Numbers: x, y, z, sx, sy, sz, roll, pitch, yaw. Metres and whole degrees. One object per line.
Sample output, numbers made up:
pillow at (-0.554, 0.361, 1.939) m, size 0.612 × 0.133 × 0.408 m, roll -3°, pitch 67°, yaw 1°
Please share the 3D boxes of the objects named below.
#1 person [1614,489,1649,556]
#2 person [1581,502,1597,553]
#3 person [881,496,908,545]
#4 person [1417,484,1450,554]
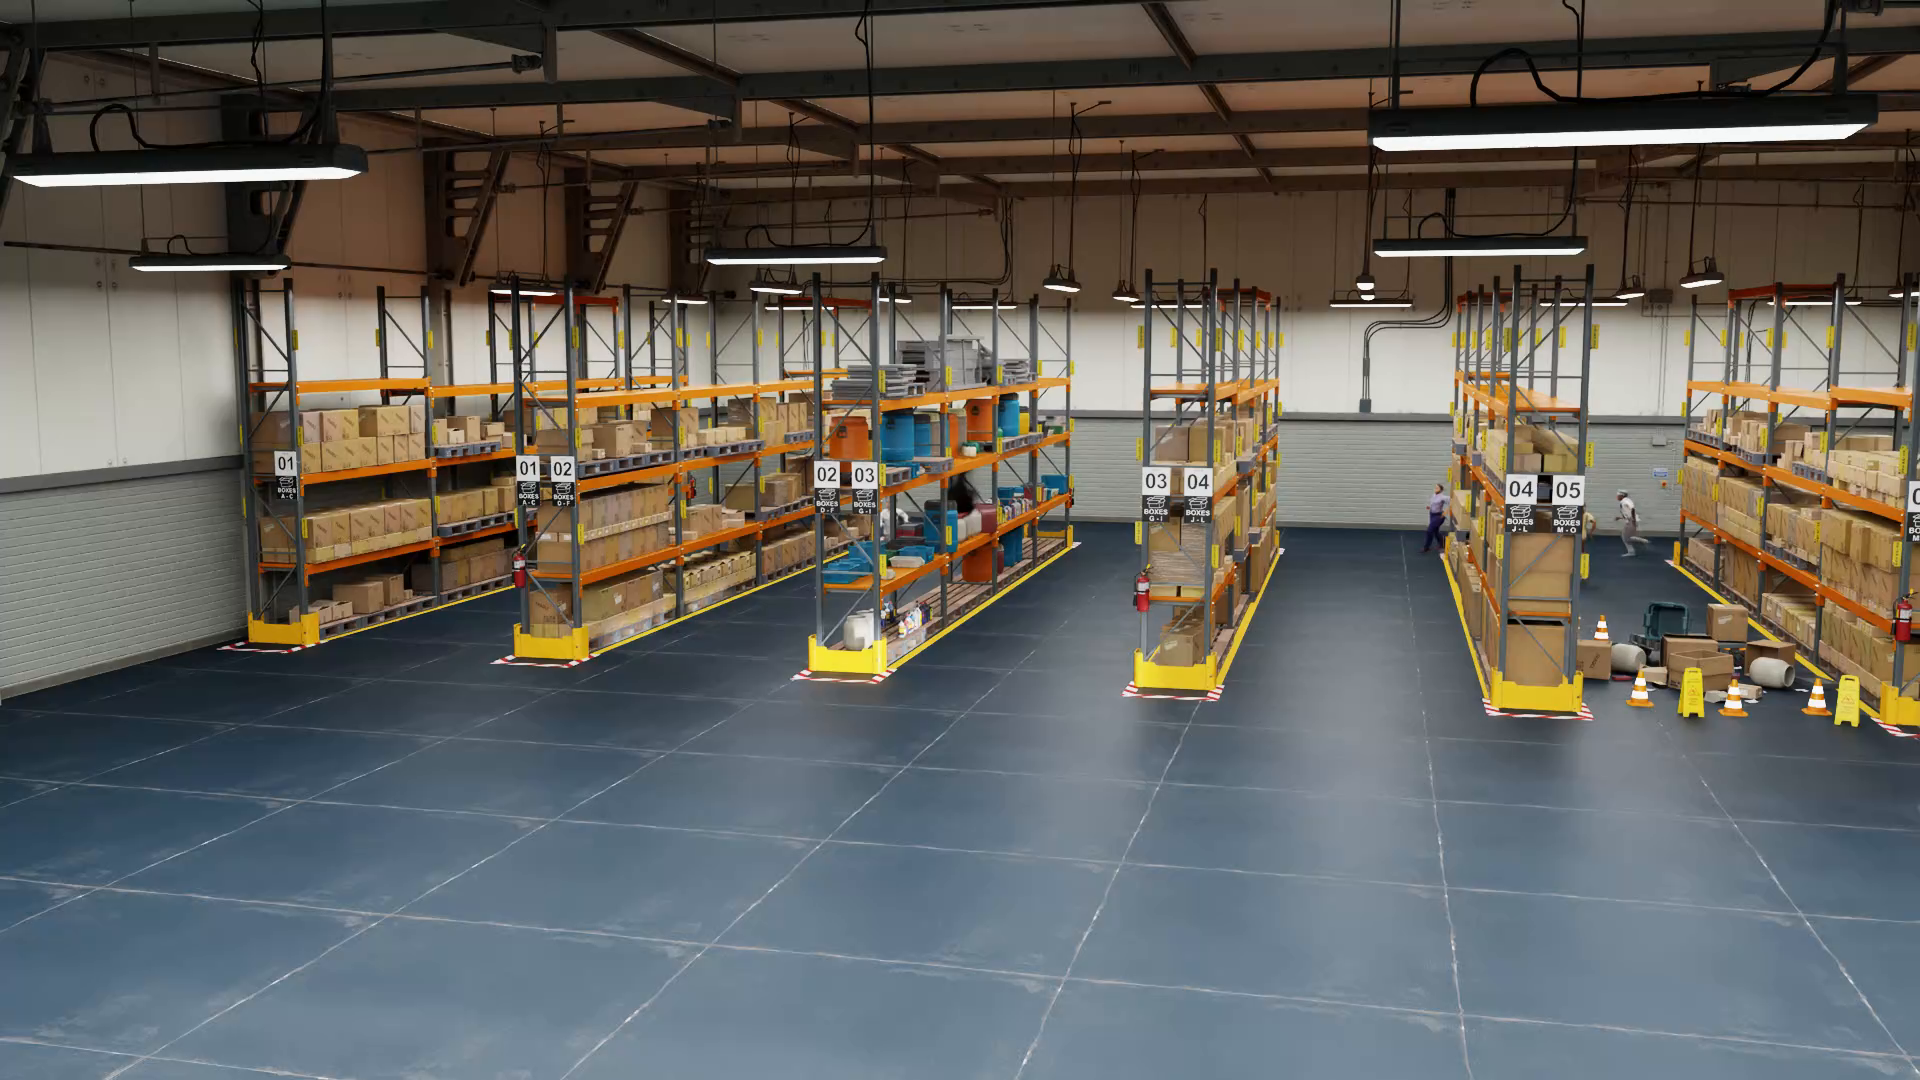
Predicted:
person at (15.592, -0.378, 38.588) m, size 0.788 × 1.581 × 0.576 m, roll 2°, pitch 7°, yaw 19°
person at (12.917, 0.013, 34.699) m, size 0.548 × 1.725 × 0.757 m, roll 0°, pitch 7°, yaw -3°
person at (-1.438, -0.089, 35.525) m, size 0.622 × 1.740 × 0.878 m, roll 2°, pitch 7°, yaw 15°
person at (11.200, -0.497, 39.091) m, size 0.781 × 1.671 × 0.668 m, roll -2°, pitch 7°, yaw -13°
